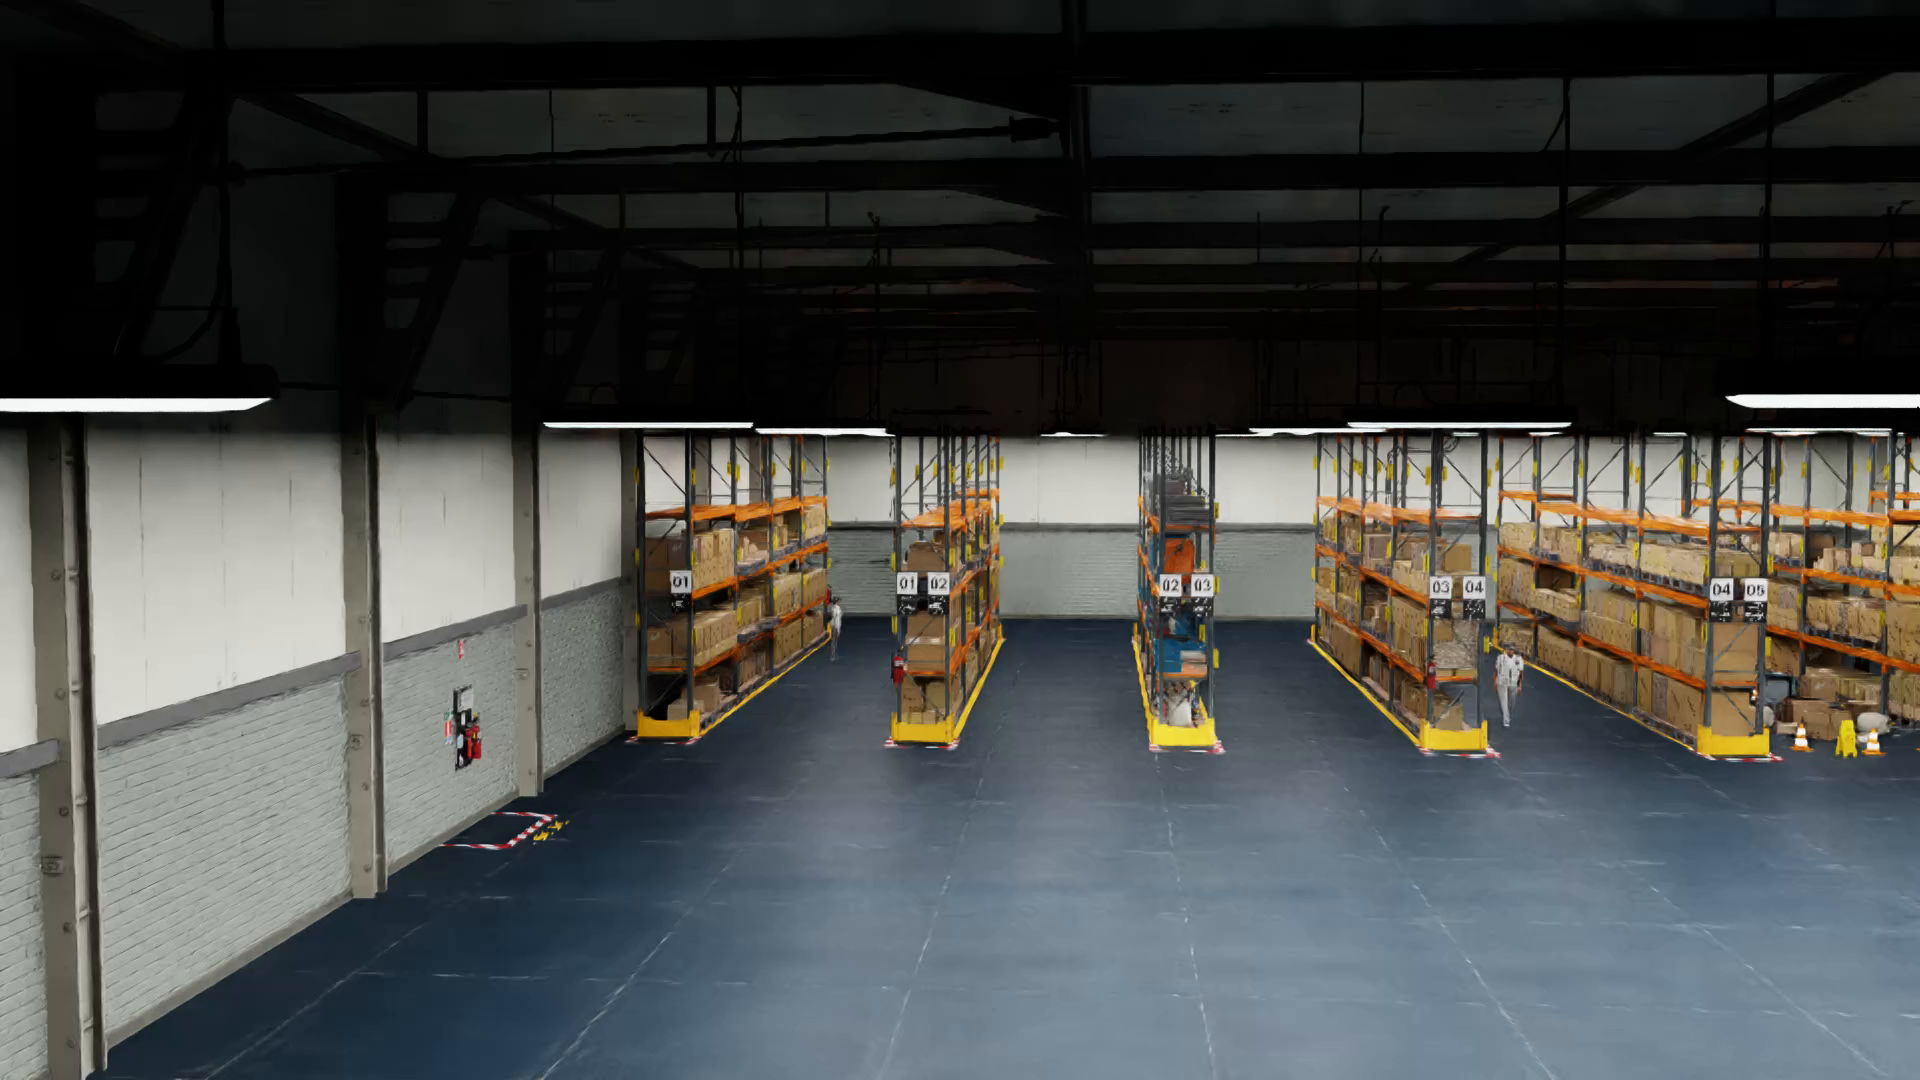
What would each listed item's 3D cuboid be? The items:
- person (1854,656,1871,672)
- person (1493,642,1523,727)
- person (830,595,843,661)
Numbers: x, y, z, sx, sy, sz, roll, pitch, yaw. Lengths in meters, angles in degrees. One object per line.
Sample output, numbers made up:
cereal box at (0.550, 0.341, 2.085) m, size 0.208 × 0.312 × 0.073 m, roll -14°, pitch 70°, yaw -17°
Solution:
person at (21.436, 2.416, 39.364) m, size 0.442 × 1.792 × 0.606 m, roll -2°, pitch 4°, yaw -27°
person at (10.949, 2.853, 33.144) m, size 0.540 × 1.670 × 1.130 m, roll 0°, pitch 3°, yaw 3°
person at (-3.198, 2.254, 42.965) m, size 0.364 × 1.680 × 0.586 m, roll -1°, pitch 4°, yaw -11°
